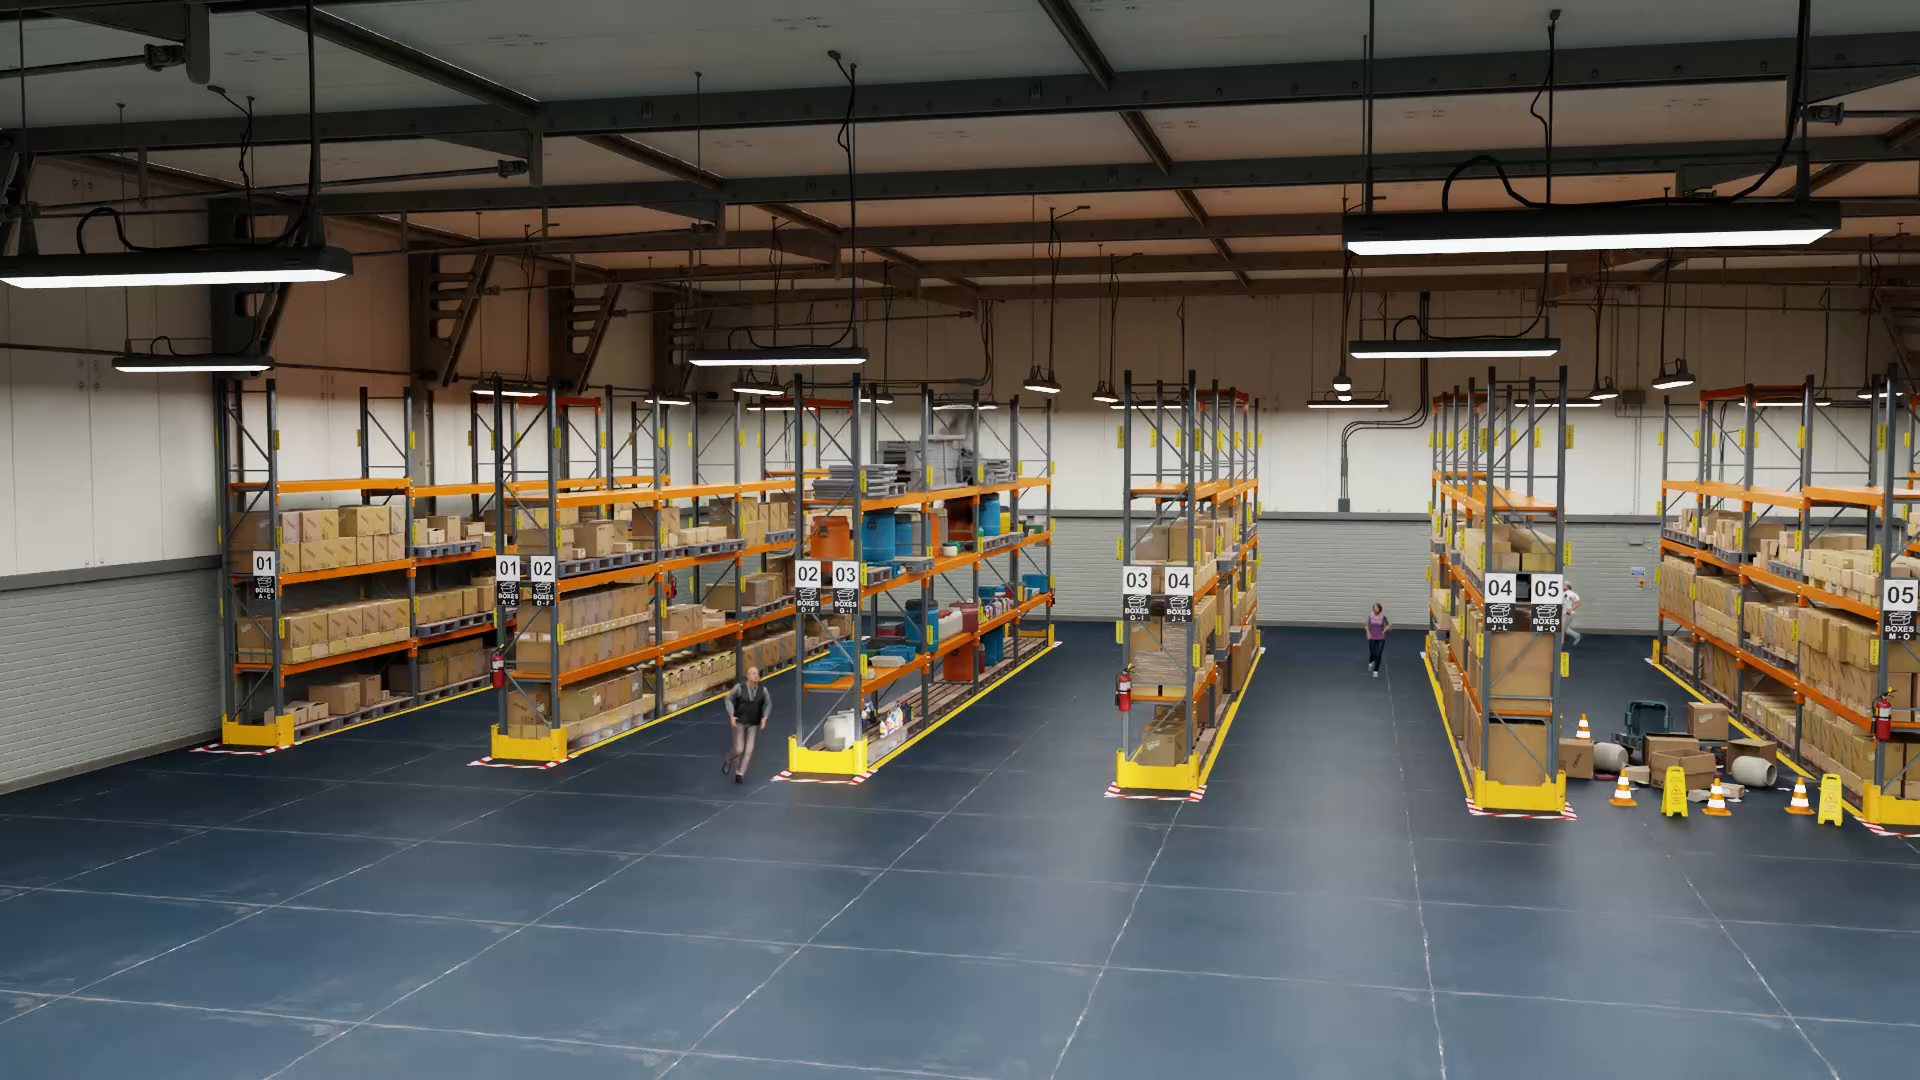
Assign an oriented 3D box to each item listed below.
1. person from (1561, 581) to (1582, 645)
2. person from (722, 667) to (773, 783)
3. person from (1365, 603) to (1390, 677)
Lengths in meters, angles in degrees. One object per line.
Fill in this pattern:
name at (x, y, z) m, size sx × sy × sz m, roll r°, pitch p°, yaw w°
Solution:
person at (14.476, 1.796, 39.688) m, size 0.891 × 1.664 × 0.609 m, roll -1°, pitch 3°, yaw -11°
person at (-3.121, 2.704, 24.515) m, size 0.724 × 1.666 × 0.553 m, roll -1°, pitch 4°, yaw -21°
person at (8.856, 2.114, 35.285) m, size 0.527 × 1.569 × 0.569 m, roll 1°, pitch 4°, yaw 18°
